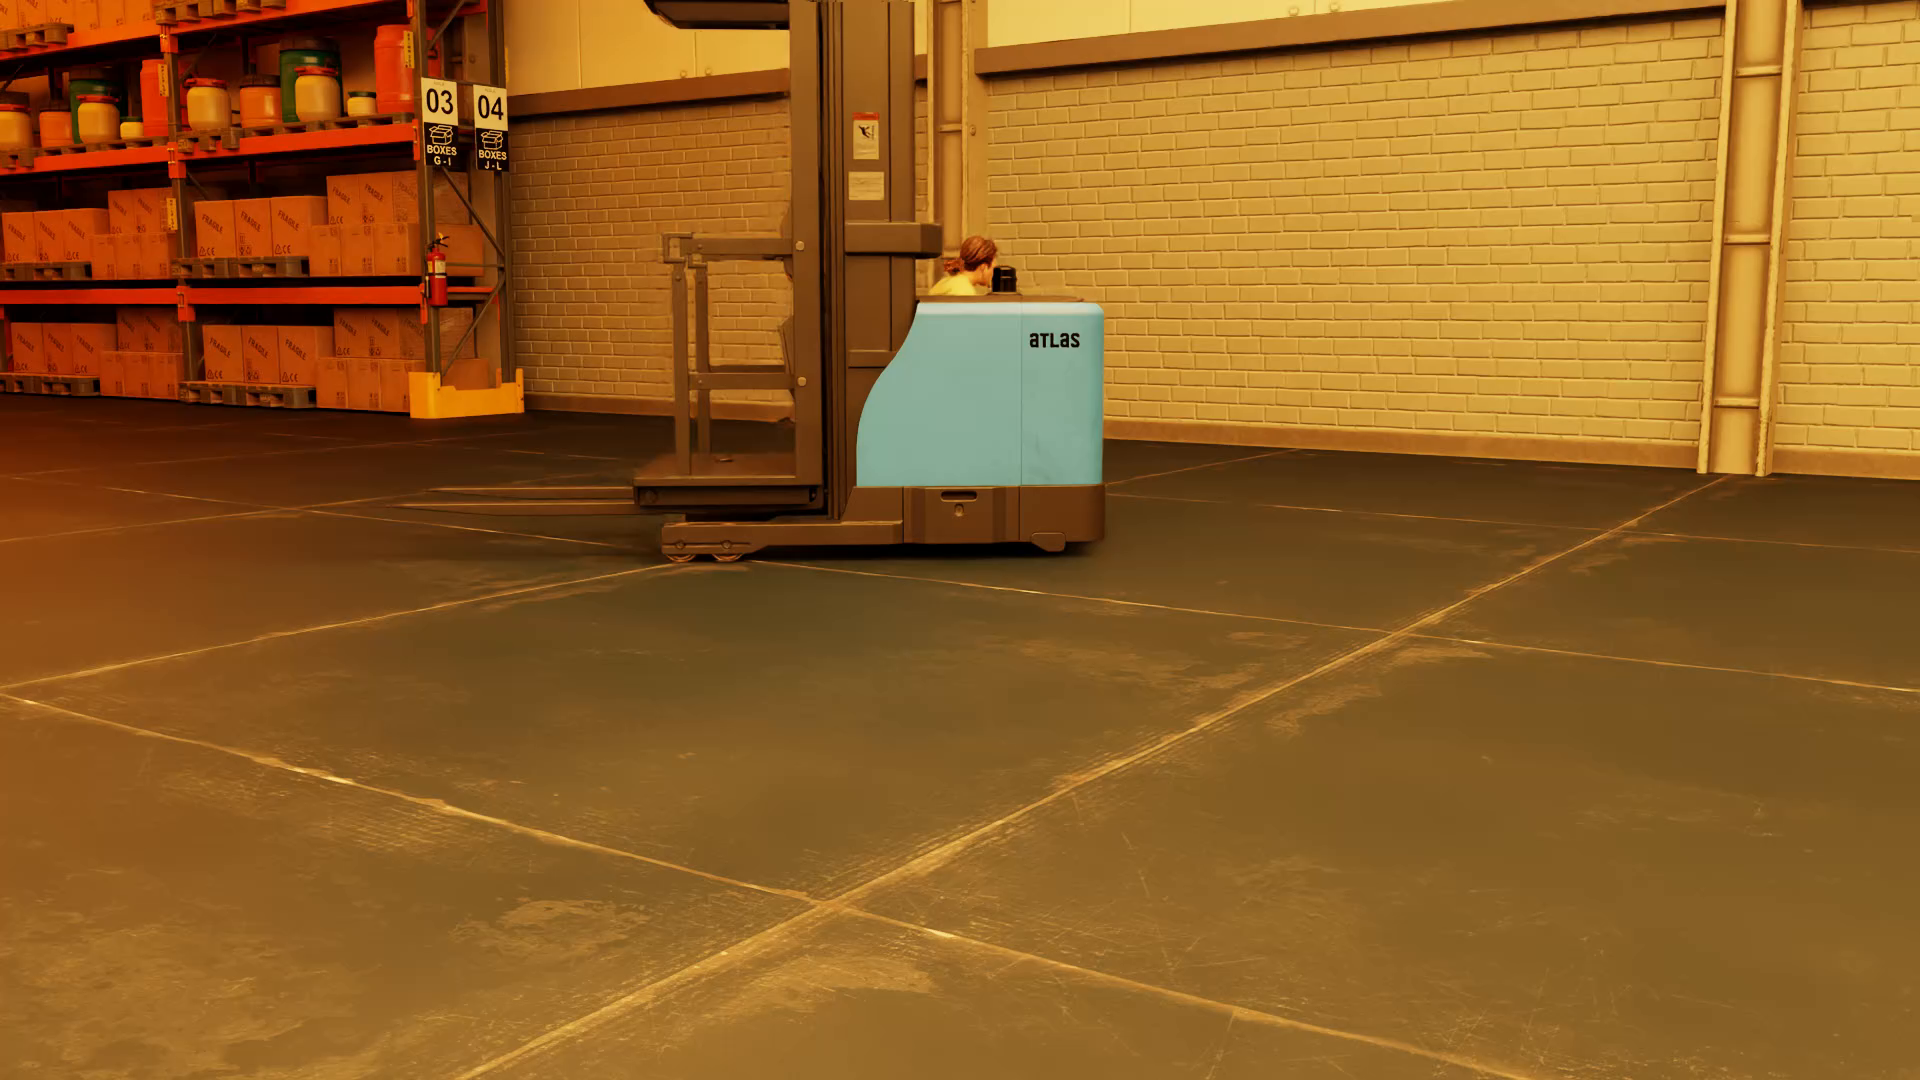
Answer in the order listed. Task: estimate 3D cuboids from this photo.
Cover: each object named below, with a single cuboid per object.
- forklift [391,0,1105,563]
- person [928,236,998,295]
[{"bbox_3d":[-0.917,-1.434,7.276,3.031,2.935,1.130,-1,8,-4],"label":"forklift"},{"bbox_3d":[0.178,-0.871,8.696,0.828,1.431,1.100,-4,9,-24],"label":"person"}]
